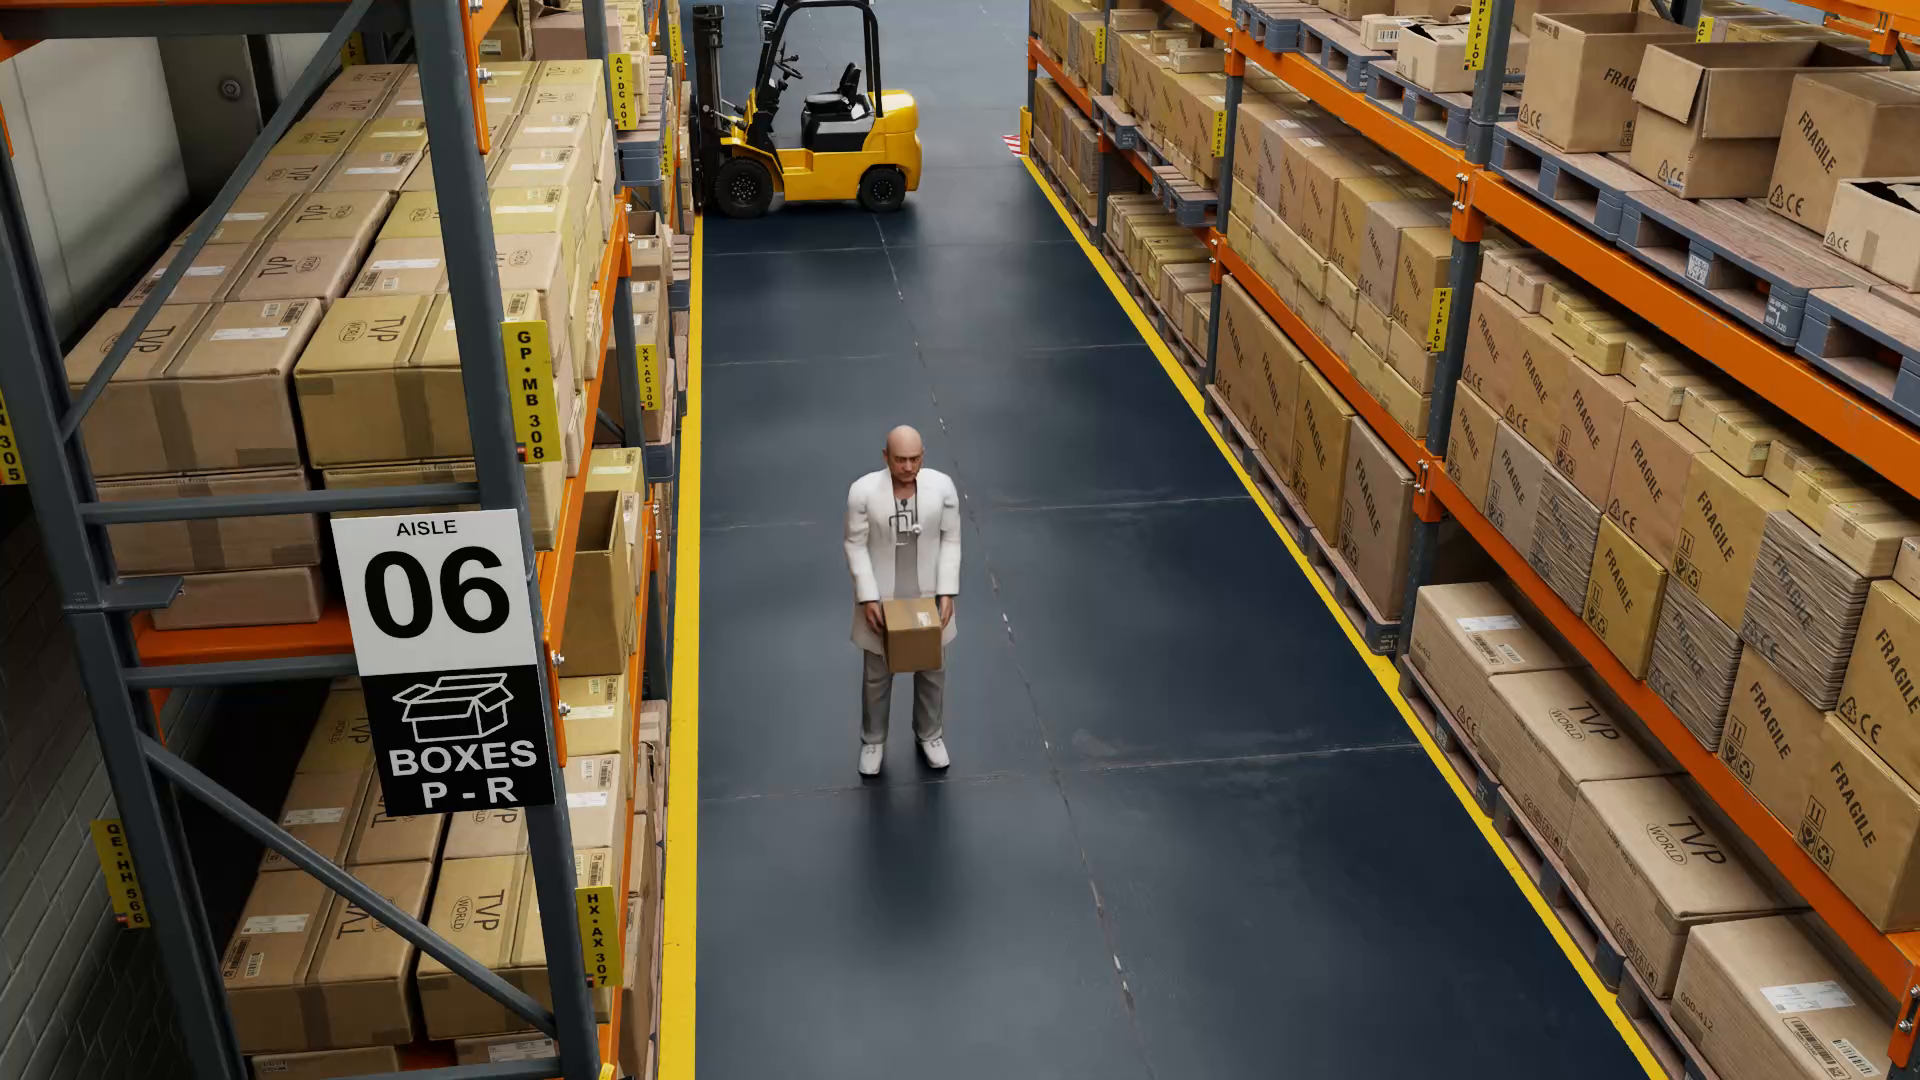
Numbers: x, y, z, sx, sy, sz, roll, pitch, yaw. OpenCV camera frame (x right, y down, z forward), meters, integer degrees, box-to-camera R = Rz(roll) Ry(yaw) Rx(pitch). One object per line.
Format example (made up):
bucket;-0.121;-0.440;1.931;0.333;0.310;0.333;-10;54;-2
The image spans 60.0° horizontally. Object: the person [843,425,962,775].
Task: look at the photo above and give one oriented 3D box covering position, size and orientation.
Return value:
person;-0.264;0.295;8.040;0.577;1.782;0.455;-4;27;-8
